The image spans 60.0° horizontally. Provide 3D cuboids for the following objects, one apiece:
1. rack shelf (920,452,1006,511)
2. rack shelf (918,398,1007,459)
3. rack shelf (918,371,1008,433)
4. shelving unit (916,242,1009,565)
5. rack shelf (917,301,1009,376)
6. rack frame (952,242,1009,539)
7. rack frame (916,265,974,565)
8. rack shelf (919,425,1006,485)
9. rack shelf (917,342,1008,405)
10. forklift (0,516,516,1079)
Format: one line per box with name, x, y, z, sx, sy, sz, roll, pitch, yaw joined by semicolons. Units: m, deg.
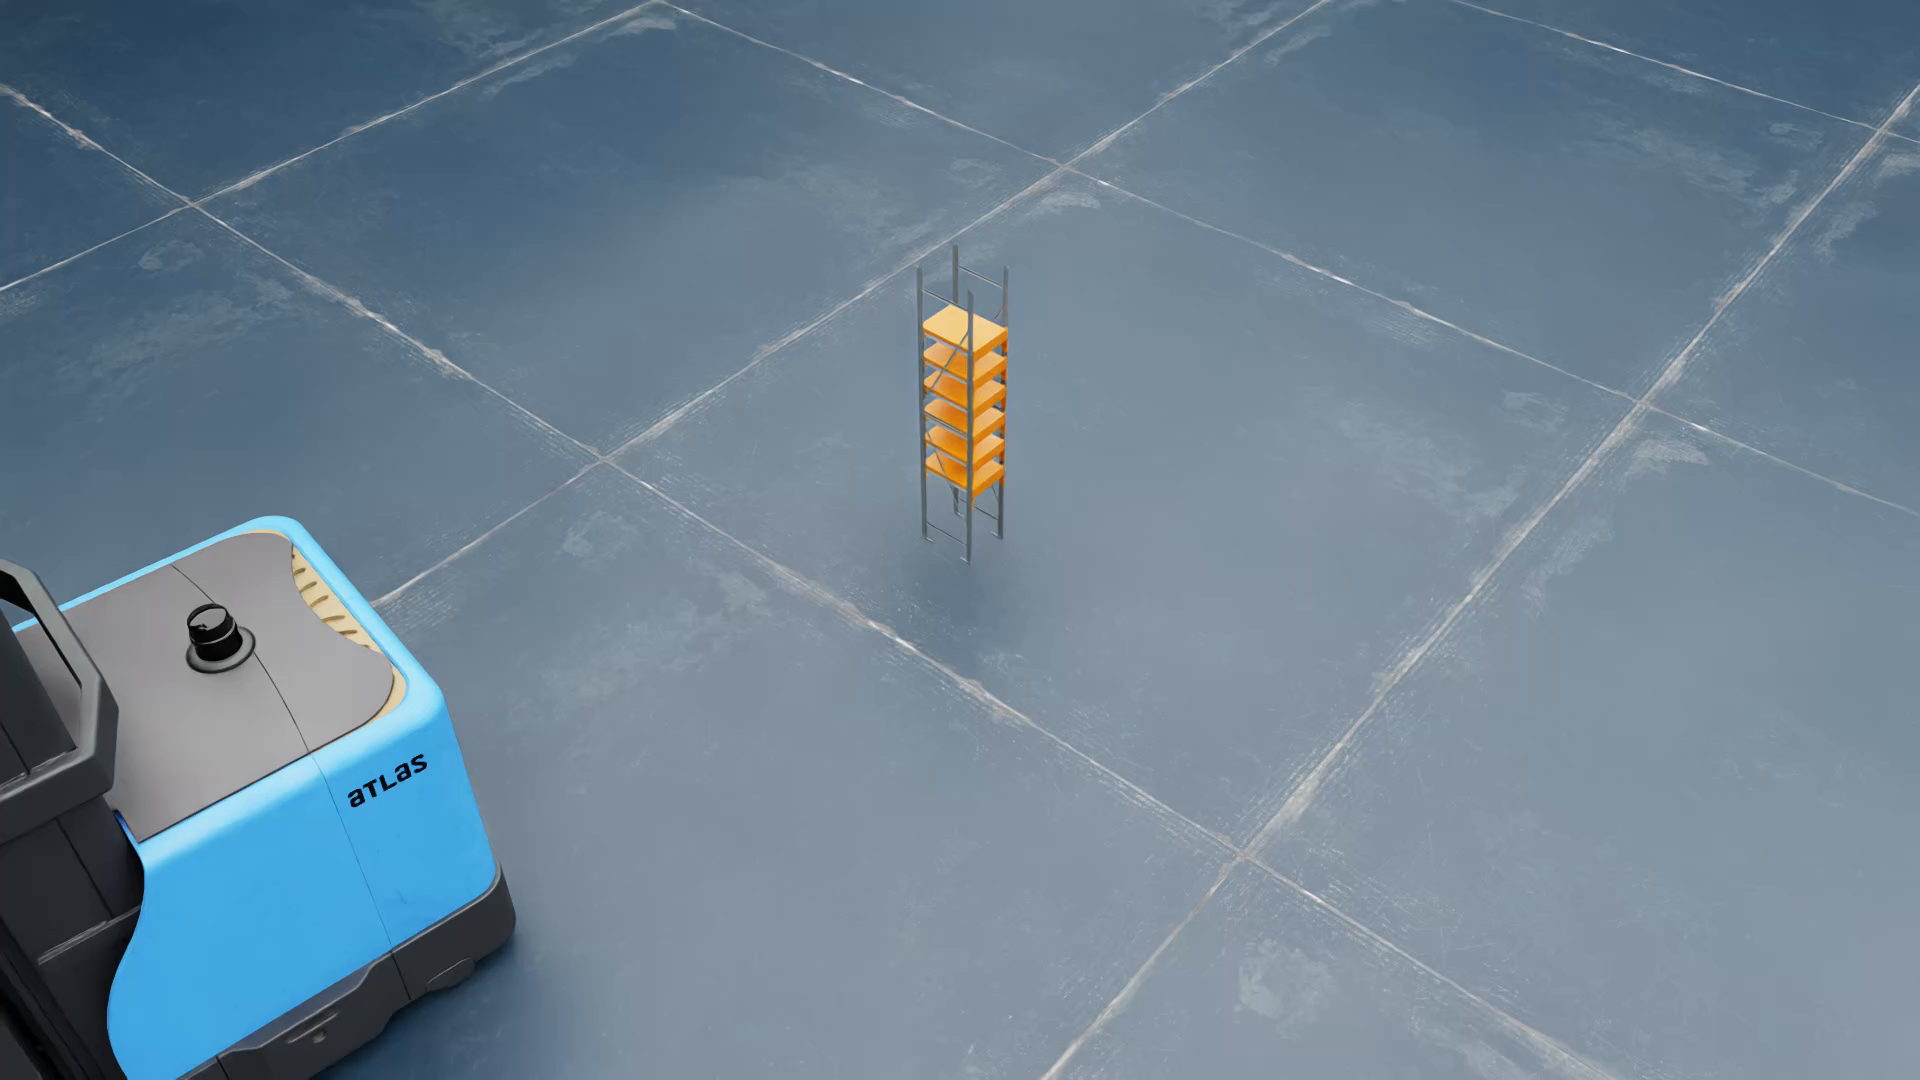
rack shelf;0.009;-0.241;6.046;0.258;0.103;0.180;29;50;28
rack shelf;0.009;-0.419;5.884;0.258;0.103;0.180;29;50;28
rack shelf;0.009;-0.507;5.804;0.258;0.103;0.180;29;50;28
shelving unit;0.009;-0.451;5.855;0.258;1.200;0.189;29;50;28
rack shelf;0.009;-0.685;5.642;0.258;0.103;0.180;29;50;28
rack frame;0.068;-0.498;5.906;0.240;1.200;0.006;29;50;28
rack frame;-0.050;-0.404;5.803;0.240;1.200;0.006;29;50;28
rack shelf;0.009;-0.330;5.965;0.258;0.103;0.180;29;50;28
rack shelf;0.009;-0.596;5.723;0.258;0.103;0.180;29;50;28
forklift;-2.756;0.505;3.516;3.031;2.935;1.130;-30;50;-29
